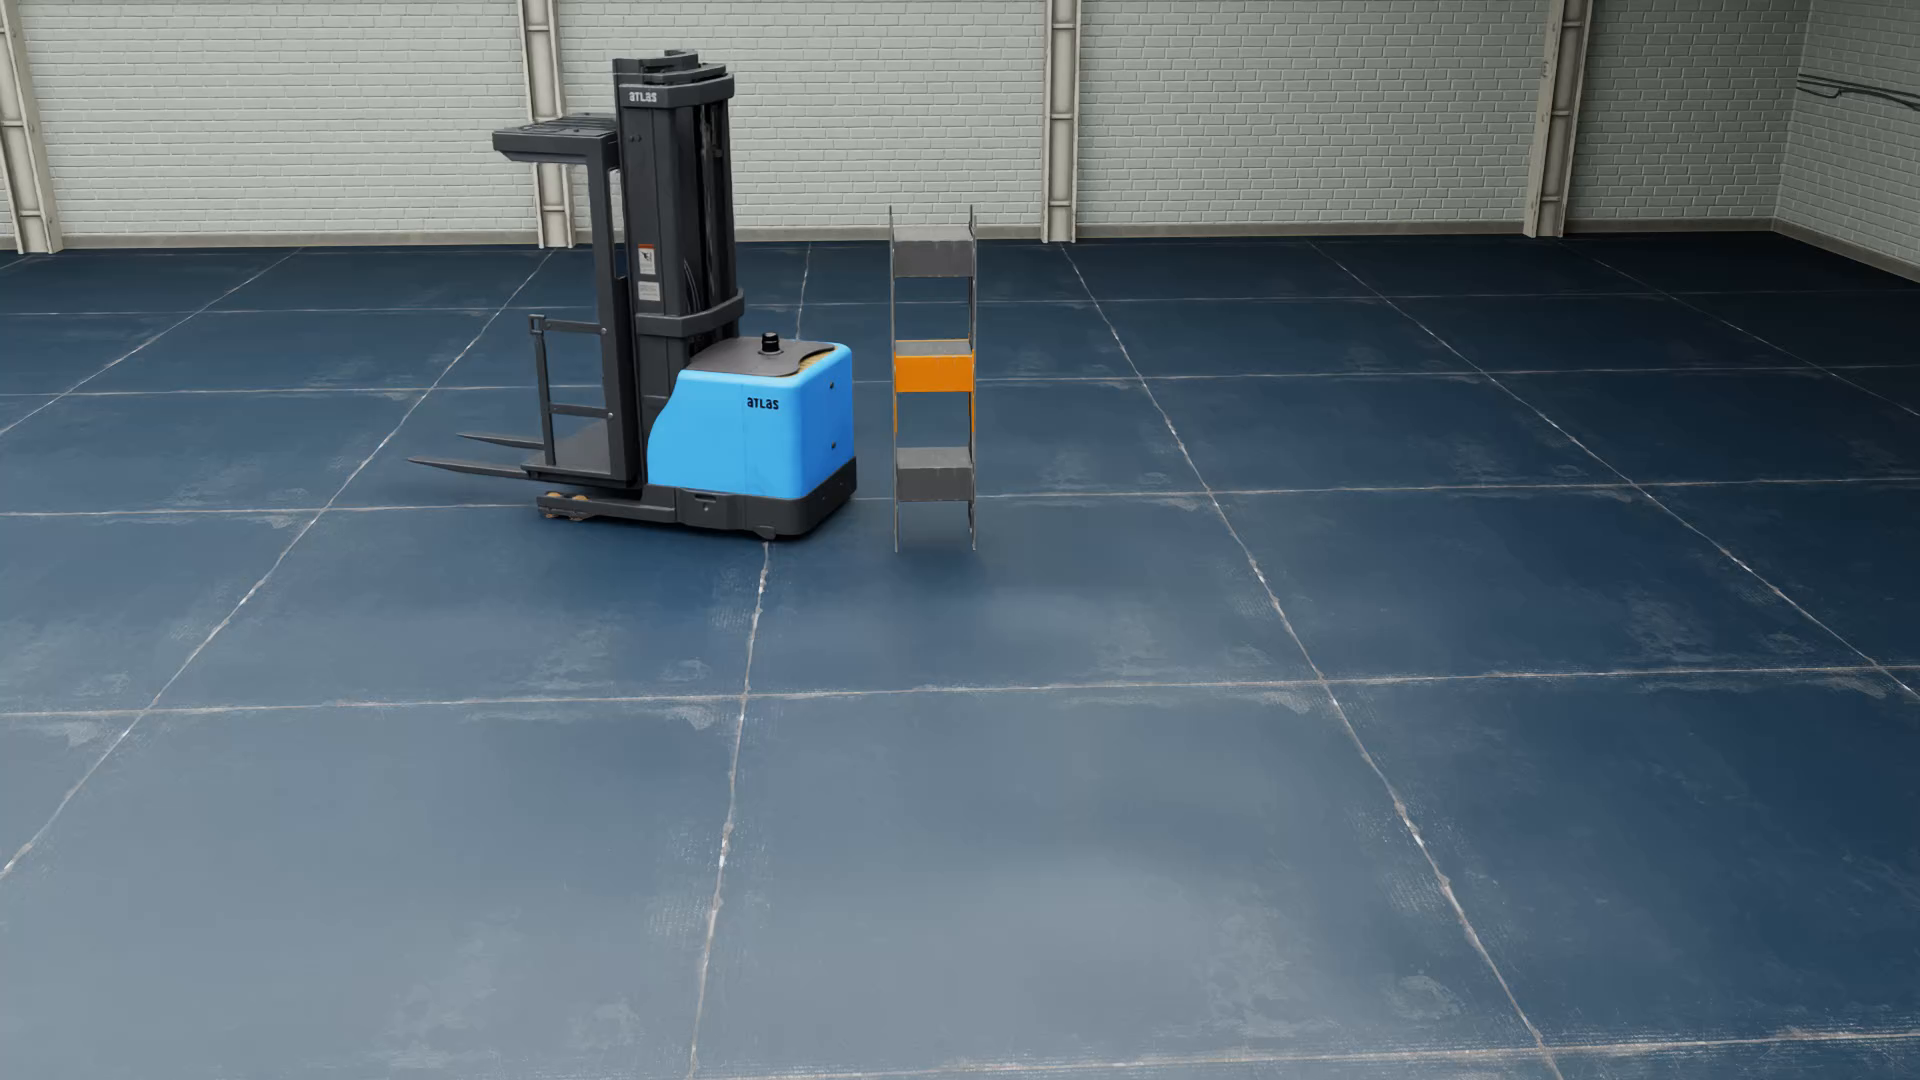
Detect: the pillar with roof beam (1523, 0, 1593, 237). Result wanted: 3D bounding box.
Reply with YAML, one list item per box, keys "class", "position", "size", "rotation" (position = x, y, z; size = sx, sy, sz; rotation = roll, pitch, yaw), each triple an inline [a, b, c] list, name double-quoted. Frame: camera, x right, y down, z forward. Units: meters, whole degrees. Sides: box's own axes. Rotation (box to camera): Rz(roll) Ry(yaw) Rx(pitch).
- class: "pillar with roof beam"
  position: [7.426, -6.437, 14.881]
  size: [0.400, 9.000, 9.100]
  rotation: [-1, 21, -3]

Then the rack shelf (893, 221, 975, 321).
- class: "rack shelf"
  position: [-0.165, -1.619, 9.994]
  size: [0.480, 0.518, 0.431]
  rotation: [-1, 21, -3]

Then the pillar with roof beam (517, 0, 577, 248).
- class: "pillar with roof beam"
  position: [-4.555, -6.193, 14.241]
  size: [0.400, 9.000, 9.100]
  rotation: [-1, 21, -3]

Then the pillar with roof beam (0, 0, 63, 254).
- class: "pillar with roof beam"
  position: [-10.545, -6.071, 13.920]
  size: [0.400, 9.000, 9.100]
  rotation: [-1, 21, -3]

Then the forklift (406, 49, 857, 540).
- class: "forklift"
  position: [-2.277, -1.664, 10.873]
  size: [3.031, 2.935, 1.130]
  rotation: [7, 22, 17]

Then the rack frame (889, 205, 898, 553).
- class: "rack frame"
  position: [-0.409, -0.973, 10.226]
  size: [0.015, 2.100, 0.400]
  rotation: [-1, 21, -3]

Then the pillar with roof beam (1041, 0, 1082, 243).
- class: "pillar with roof beam"
  position: [1.436, -6.315, 14.561]
  size: [0.400, 9.000, 9.100]
  rotation: [-1, 21, -3]

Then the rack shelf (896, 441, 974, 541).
- class: "rack shelf"
  position: [-0.165, -0.311, 10.492]
  size: [0.480, 0.518, 0.431]
  rotation: [-1, 21, -3]

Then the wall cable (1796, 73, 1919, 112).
- class: "wall cable"
  position: [10.197, -6.105, 18.373]
  size: [0.112, 2.526, 3.097]
  rotation: [-1, 21, -3]

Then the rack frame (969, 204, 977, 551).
- class: "rack frame"
  position: [0.078, -0.983, 10.252]
  size: [0.015, 2.100, 0.400]
  rotation: [-1, 21, -3]

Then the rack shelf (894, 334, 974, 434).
- class: "rack shelf"
  position: [-0.165, -0.965, 10.243]
  size: [0.480, 0.518, 0.431]
  rotation: [-1, 21, -3]

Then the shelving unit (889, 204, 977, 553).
- class: "shelving unit"
  position: [-0.165, -0.978, 10.239]
  size: [0.503, 2.100, 0.431]
  rotation: [-1, 21, -3]
